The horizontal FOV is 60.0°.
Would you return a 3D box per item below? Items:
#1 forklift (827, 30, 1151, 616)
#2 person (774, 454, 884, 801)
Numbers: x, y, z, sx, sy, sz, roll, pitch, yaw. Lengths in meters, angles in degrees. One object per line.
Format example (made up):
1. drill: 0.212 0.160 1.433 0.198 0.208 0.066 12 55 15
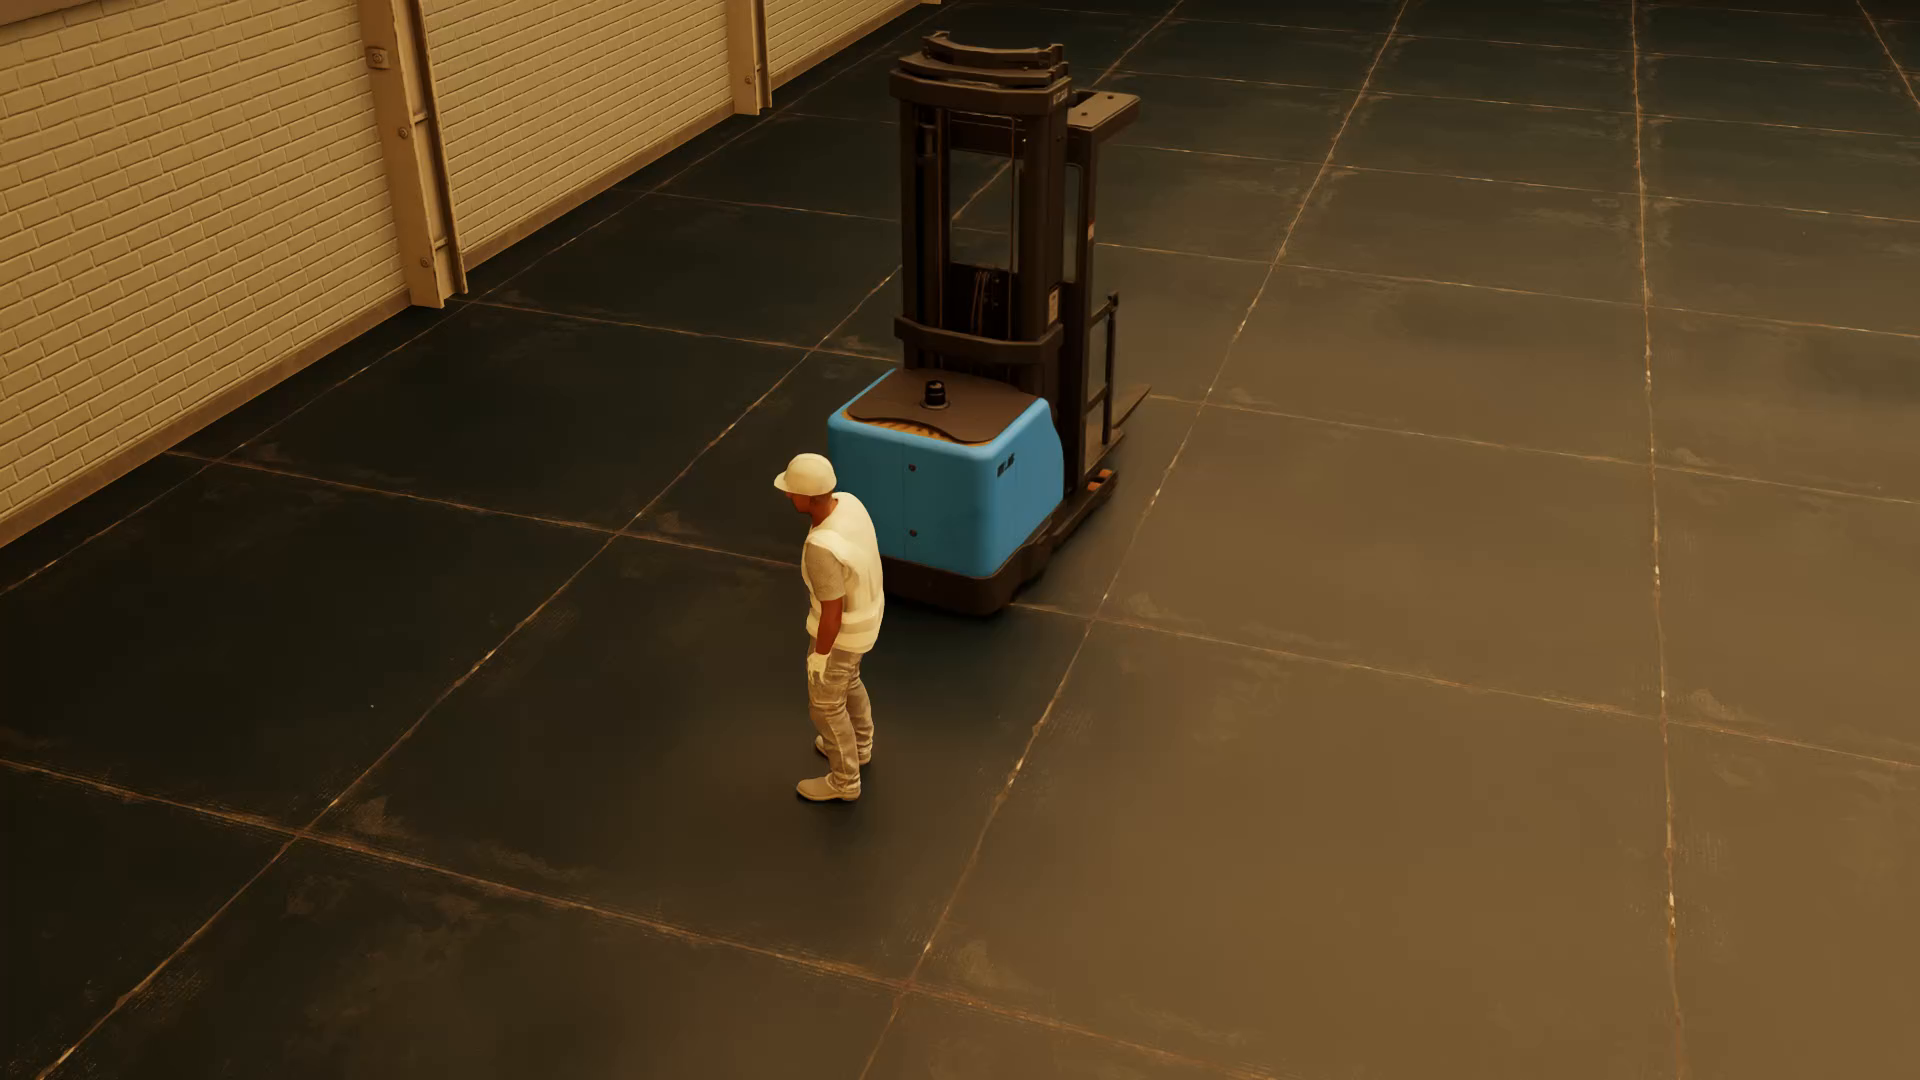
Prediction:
1. forklift: 0.358 -1.560 9.872 1.130 2.935 3.031 14 32 23
2. person: -0.580 0.394 7.620 0.451 1.772 0.618 5 30 9
